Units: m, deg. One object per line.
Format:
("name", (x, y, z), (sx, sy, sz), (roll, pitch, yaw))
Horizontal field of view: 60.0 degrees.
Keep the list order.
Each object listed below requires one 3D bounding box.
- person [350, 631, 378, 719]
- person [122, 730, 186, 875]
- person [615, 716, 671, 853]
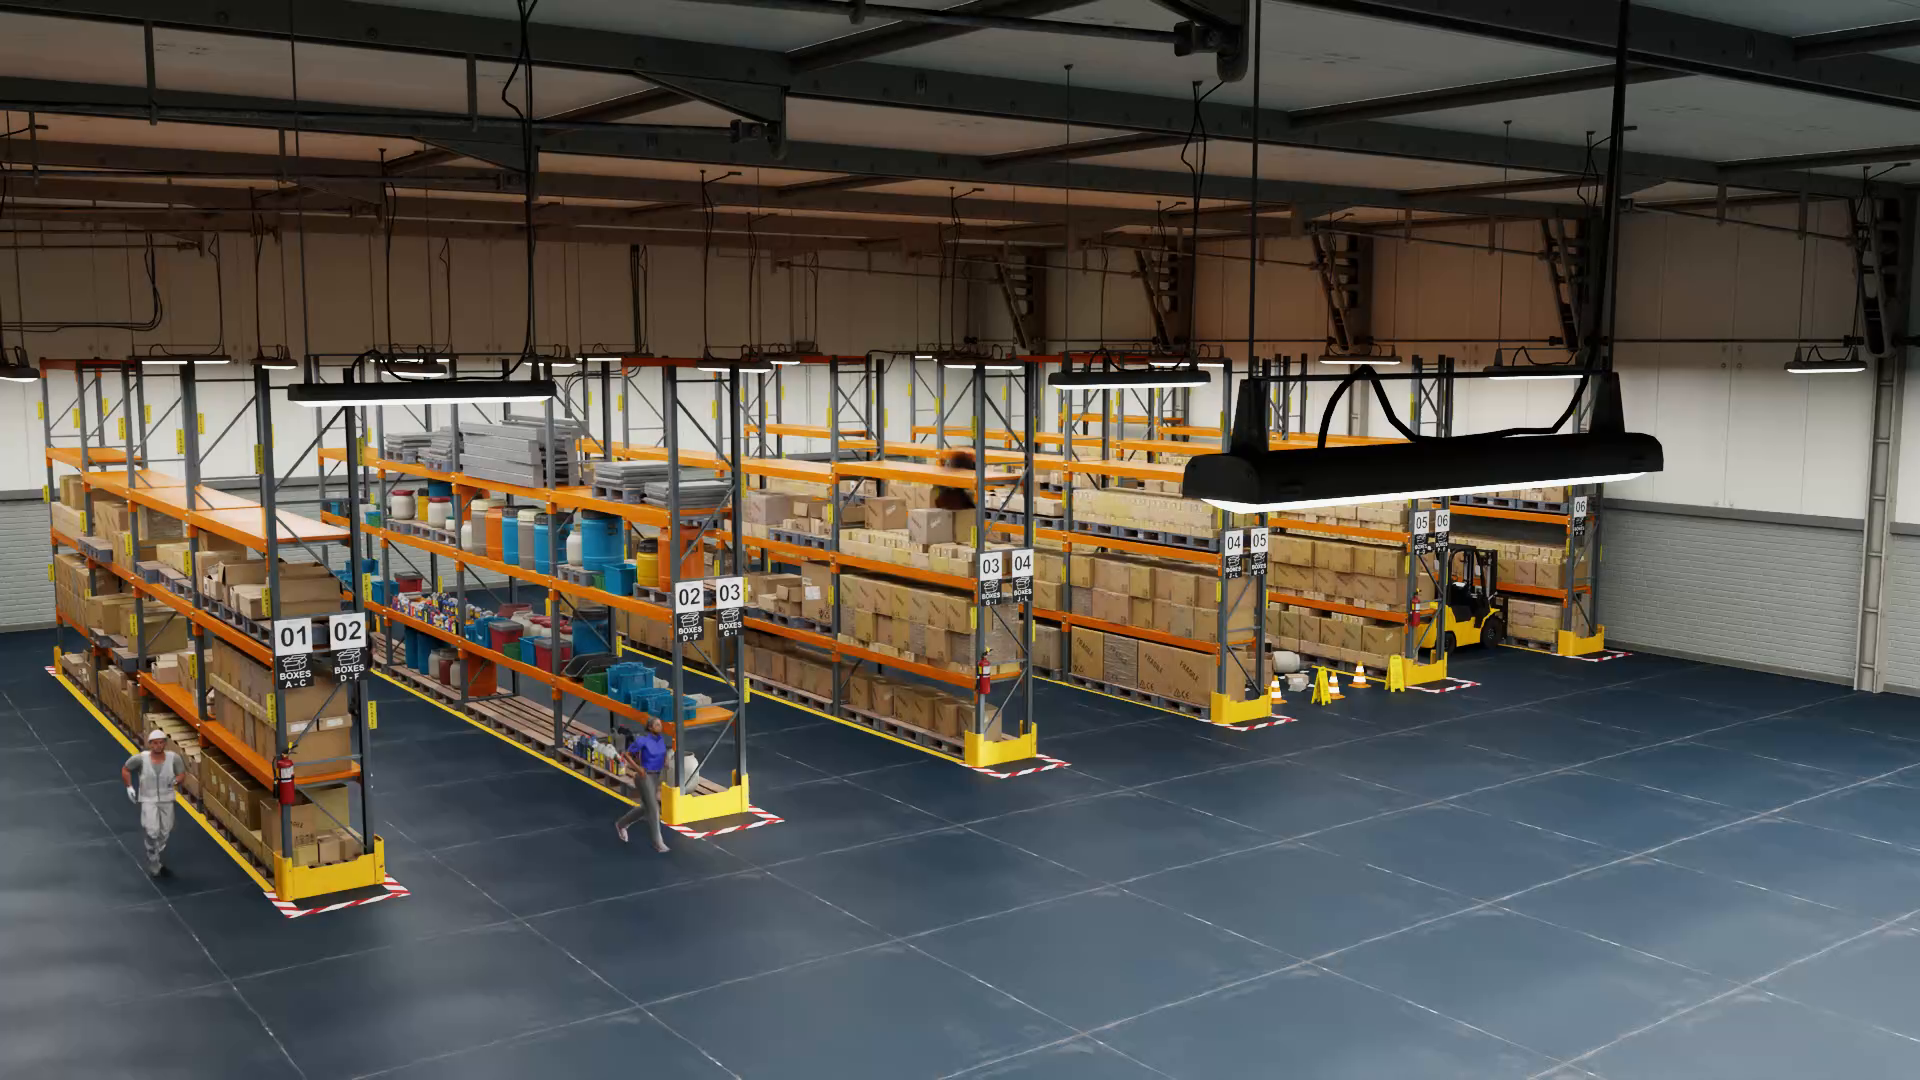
("person", (-9.997, 2.167, 27.670), (0.799, 1.783, 0.642), (6, 9, 42))
("person", (-9.477, 3.097, 19.640), (0.647, 1.750, 0.735), (-5, 9, -36))
("person", (-3.916, 3.031, 20.918), (0.884, 1.655, 0.602), (3, 8, 26))
